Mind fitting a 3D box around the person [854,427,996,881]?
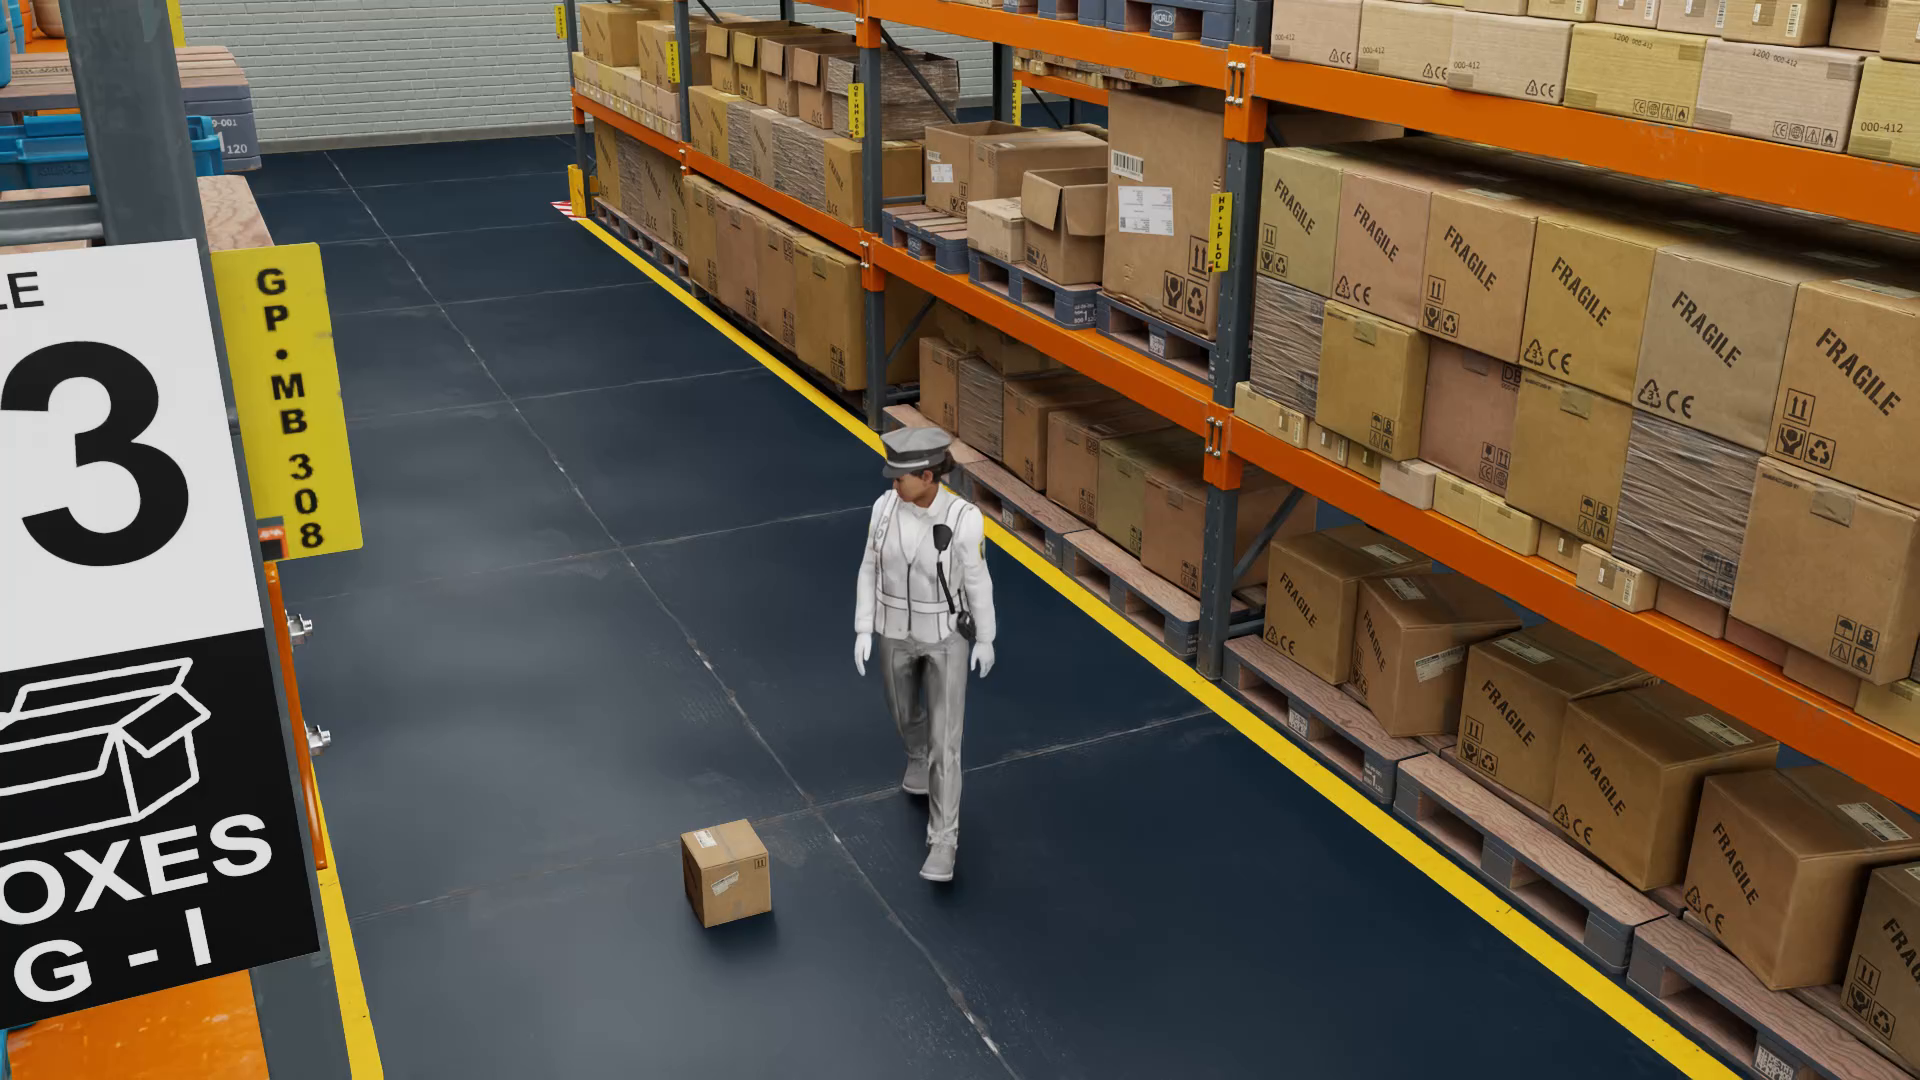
[{"bbox_3d":[-0.150,0.372,6.170,0.518,1.631,0.868,7,23,17],"label":"person"}]
